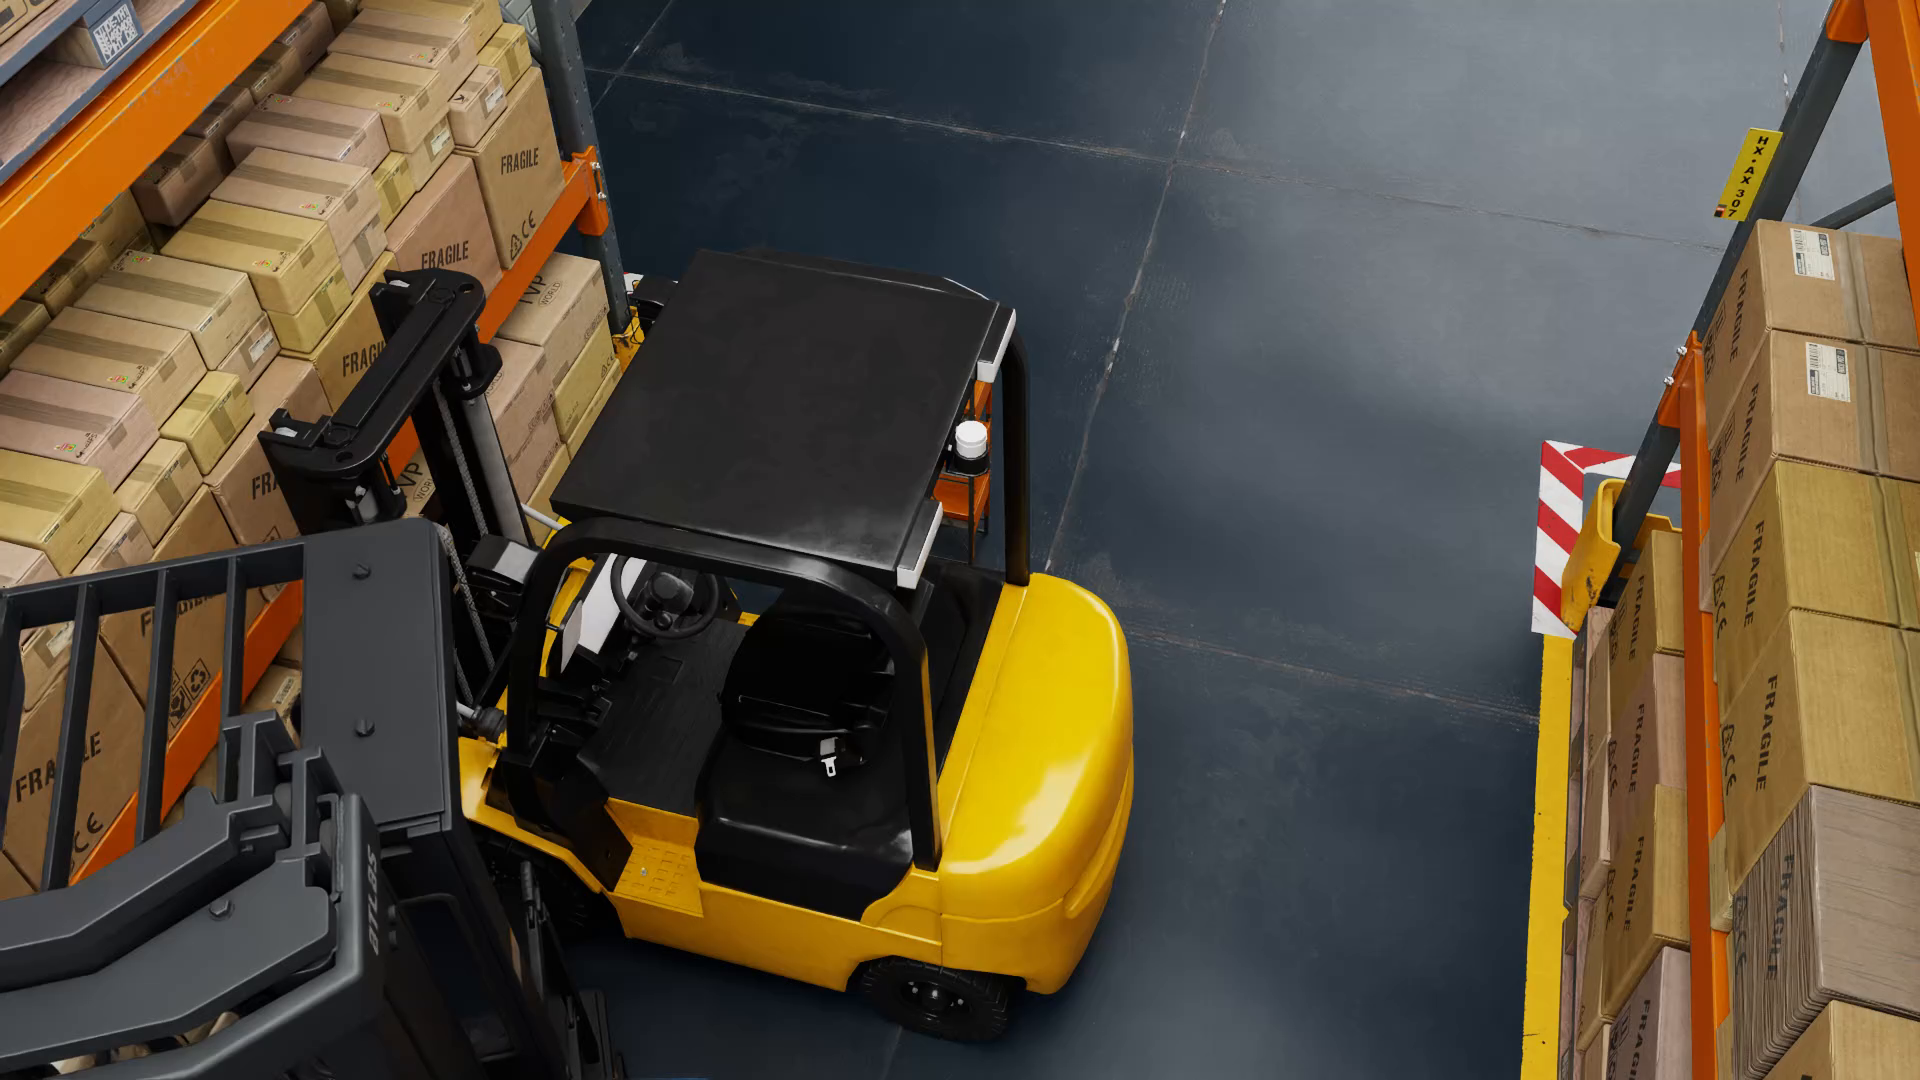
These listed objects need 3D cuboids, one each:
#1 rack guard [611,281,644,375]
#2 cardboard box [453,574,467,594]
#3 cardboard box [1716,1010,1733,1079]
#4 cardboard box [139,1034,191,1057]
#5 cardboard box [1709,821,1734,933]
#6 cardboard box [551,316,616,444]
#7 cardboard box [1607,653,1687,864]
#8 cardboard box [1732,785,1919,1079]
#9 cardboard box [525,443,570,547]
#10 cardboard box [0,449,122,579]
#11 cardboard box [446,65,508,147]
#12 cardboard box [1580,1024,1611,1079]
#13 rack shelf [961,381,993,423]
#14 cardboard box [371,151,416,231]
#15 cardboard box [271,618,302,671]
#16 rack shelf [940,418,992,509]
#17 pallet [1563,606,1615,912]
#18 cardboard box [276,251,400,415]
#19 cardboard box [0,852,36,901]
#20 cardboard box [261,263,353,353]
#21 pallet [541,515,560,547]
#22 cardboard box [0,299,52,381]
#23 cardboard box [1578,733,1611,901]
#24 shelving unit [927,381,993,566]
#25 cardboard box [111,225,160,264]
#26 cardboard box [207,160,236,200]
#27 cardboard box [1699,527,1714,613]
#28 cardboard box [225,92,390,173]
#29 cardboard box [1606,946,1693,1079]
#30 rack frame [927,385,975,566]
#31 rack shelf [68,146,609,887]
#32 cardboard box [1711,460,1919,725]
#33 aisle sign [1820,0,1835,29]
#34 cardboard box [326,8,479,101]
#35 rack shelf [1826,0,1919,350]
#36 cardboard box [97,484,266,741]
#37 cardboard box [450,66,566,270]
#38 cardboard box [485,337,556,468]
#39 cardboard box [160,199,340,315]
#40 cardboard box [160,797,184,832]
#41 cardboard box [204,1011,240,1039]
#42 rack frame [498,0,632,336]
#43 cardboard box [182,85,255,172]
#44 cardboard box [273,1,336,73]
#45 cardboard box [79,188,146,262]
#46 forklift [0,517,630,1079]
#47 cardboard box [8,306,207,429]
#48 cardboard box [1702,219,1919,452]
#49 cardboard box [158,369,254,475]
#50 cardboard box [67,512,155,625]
[{"bbox_3d":[-1.855,-0.884,7.116,1.175,0.500,0.348,12,50,10],"label":"rack guard"},{"bbox_3d":[-1.946,0.063,5.833,0.500,0.250,0.500,11,49,9],"label":"cardboard box"},{"bbox_3d":[1.930,1.231,3.750,0.380,0.149,0.250,11,49,9],"label":"cardboard box"},{"bbox_3d":[-2.489,1.516,4.551,0.500,0.250,0.500,11,50,10],"label":"cardboard box"},{"bbox_3d":[2.059,0.858,4.078,0.380,0.149,0.250,12,50,10],"label":"cardboard box"},{"bbox_3d":[-1.688,-0.675,6.484,0.500,0.250,0.500,11,49,10],"label":"cardboard box"},{"bbox_3d":[2.310,0.731,5.077,0.500,0.500,0.500,10,49,9],"label":"cardboard box"},{"bbox_3d":[2.014,0.924,3.588,0.500,0.500,0.500,13,50,11],"label":"cardboard box"},{"bbox_3d":[-1.820,-0.163,6.366,0.500,0.250,0.500,12,50,10],"label":"cardboard box"},{"bbox_3d":[-2.295,-0.071,4.033,0.380,0.149,0.250,11,49,9],"label":"cardboard box"},{"bbox_3d":[-1.721,-1.445,5.444,0.380,0.149,0.250,12,50,11],"label":"cardboard box"},{"bbox_3d":[2.041,1.712,4.711,0.500,0.250,0.500,12,50,11],"label":"cardboard box"},{"bbox_3d":[-0.014,-0.489,6.036,0.215,0.259,0.240,12,50,10],"label":"rack shelf"},{"bbox_3d":[-1.924,-1.093,5.133,0.380,0.149,0.250,11,50,10],"label":"cardboard box"},{"bbox_3d":[-2.074,0.243,5.341,0.500,0.250,0.500,11,49,9],"label":"cardboard box"},{"bbox_3d":[-0.014,-0.302,6.249,0.215,0.259,0.240,12,50,10],"label":"rack shelf"},{"bbox_3d":[2.660,0.841,5.786,1.003,0.211,1.213,12,50,10],"label":"pallet"},{"bbox_3d":[-2.018,-0.575,5.109,0.500,0.500,0.500,11,49,9],"label":"cardboard box"},{"bbox_3d":[-2.546,0.897,3.810,0.500,0.500,0.500,10,49,9],"label":"cardboard box"},{"bbox_3d":[-1.996,-0.703,4.790,0.380,0.149,0.250,12,50,10],"label":"cardboard box"},{"bbox_3d":[-2.022,-0.210,6.713,1.003,0.211,1.213,12,50,10],"label":"pallet"},{"bbox_3d":[-2.657,-0.535,4.442,0.380,0.149,0.250,13,50,11],"label":"cardboard box"},{"bbox_3d":[2.308,0.950,5.384,0.500,0.250,0.500,13,50,11],"label":"cardboard box"},{"bbox_3d":[-0.014,-0.309,6.241,0.215,1.050,0.252,12,50,10],"label":"shelving unit"},{"bbox_3d":[-2.608,-0.832,4.903,0.380,0.149,0.250,13,50,11],"label":"cardboard box"},{"bbox_3d":[-2.407,-1.193,5.222,0.380,0.149,0.250,10,49,9],"label":"cardboard box"},{"bbox_3d":[2.327,0.106,4.742,0.380,0.149,0.250,12,50,11],"label":"cardboard box"},{"bbox_3d":[-1.967,-1.195,5.025,0.380,0.149,0.250,12,50,10],"label":"cardboard box"},{"bbox_3d":[2.038,1.480,4.416,0.500,0.500,0.500,14,50,12],"label":"cardboard box"},{"bbox_3d":[-0.046,-0.220,6.163,0.200,1.050,0.008,12,50,10],"label":"rack frame"},{"bbox_3d":[-2.388,-0.010,5.156,1.077,0.370,4.000,12,50,10],"label":"rack shelf"},{"bbox_3d":[2.270,0.183,4.242,0.500,0.500,0.500,11,49,9],"label":"cardboard box"},{"bbox_3d":[2.646,-1.684,4.420,0.394,0.787,0.004,12,50,10],"label":"aisle sign"},{"bbox_3d":[-1.787,-1.555,5.343,0.380,0.149,0.250,12,50,10],"label":"cardboard box"},{"bbox_3d":[2.402,-0.025,3.170,1.077,0.370,4.000,12,50,10],"label":"rack shelf"},{"bbox_3d":[-2.292,0.150,4.469,0.500,0.500,0.500,11,50,10],"label":"cardboard box"},{"bbox_3d":[-1.738,-1.320,5.766,0.500,0.500,0.500,11,49,9],"label":"cardboard box"},{"bbox_3d":[-1.810,-0.489,5.987,0.500,0.250,0.500,12,50,11],"label":"cardboard box"},{"bbox_3d":[-1.992,-0.797,4.674,0.380,0.149,0.250,12,50,11],"label":"cardboard box"},{"bbox_3d":[-2.340,0.983,4.687,0.500,0.250,0.500,12,50,10],"label":"cardboard box"},{"bbox_3d":[-2.349,1.315,5.061,0.500,0.250,0.500,11,49,9],"label":"cardboard box"},{"bbox_3d":[-1.861,-1.694,6.164,1.000,3.000,0.127,12,50,10],"label":"rack frame"},{"bbox_3d":[-2.393,-1.287,5.107,0.380,0.149,0.250,12,50,10],"label":"cardboard box"},{"bbox_3d":[-2.286,-1.660,5.435,0.380,0.149,0.250,13,50,11],"label":"cardboard box"},{"bbox_3d":[-2.602,-0.921,4.784,0.380,0.149,0.250,11,49,9],"label":"cardboard box"},{"bbox_3d":[-1.487,1.055,3.783,1.130,2.935,3.031,-11,49,-9],"label":"forklift"},{"bbox_3d":[-2.233,-0.450,4.368,0.380,0.149,0.250,12,50,10],"label":"cardboard box"},{"bbox_3d":[2.536,-0.561,4.898,0.500,0.500,0.500,11,49,9],"label":"cardboard box"},{"bbox_3d":[-2.150,-0.342,4.471,0.380,0.149,0.250,11,49,9],"label":"cardboard box"},{"bbox_3d":[-2.261,0.038,4.135,0.380,0.149,0.250,11,50,10],"label":"cardboard box"}]
